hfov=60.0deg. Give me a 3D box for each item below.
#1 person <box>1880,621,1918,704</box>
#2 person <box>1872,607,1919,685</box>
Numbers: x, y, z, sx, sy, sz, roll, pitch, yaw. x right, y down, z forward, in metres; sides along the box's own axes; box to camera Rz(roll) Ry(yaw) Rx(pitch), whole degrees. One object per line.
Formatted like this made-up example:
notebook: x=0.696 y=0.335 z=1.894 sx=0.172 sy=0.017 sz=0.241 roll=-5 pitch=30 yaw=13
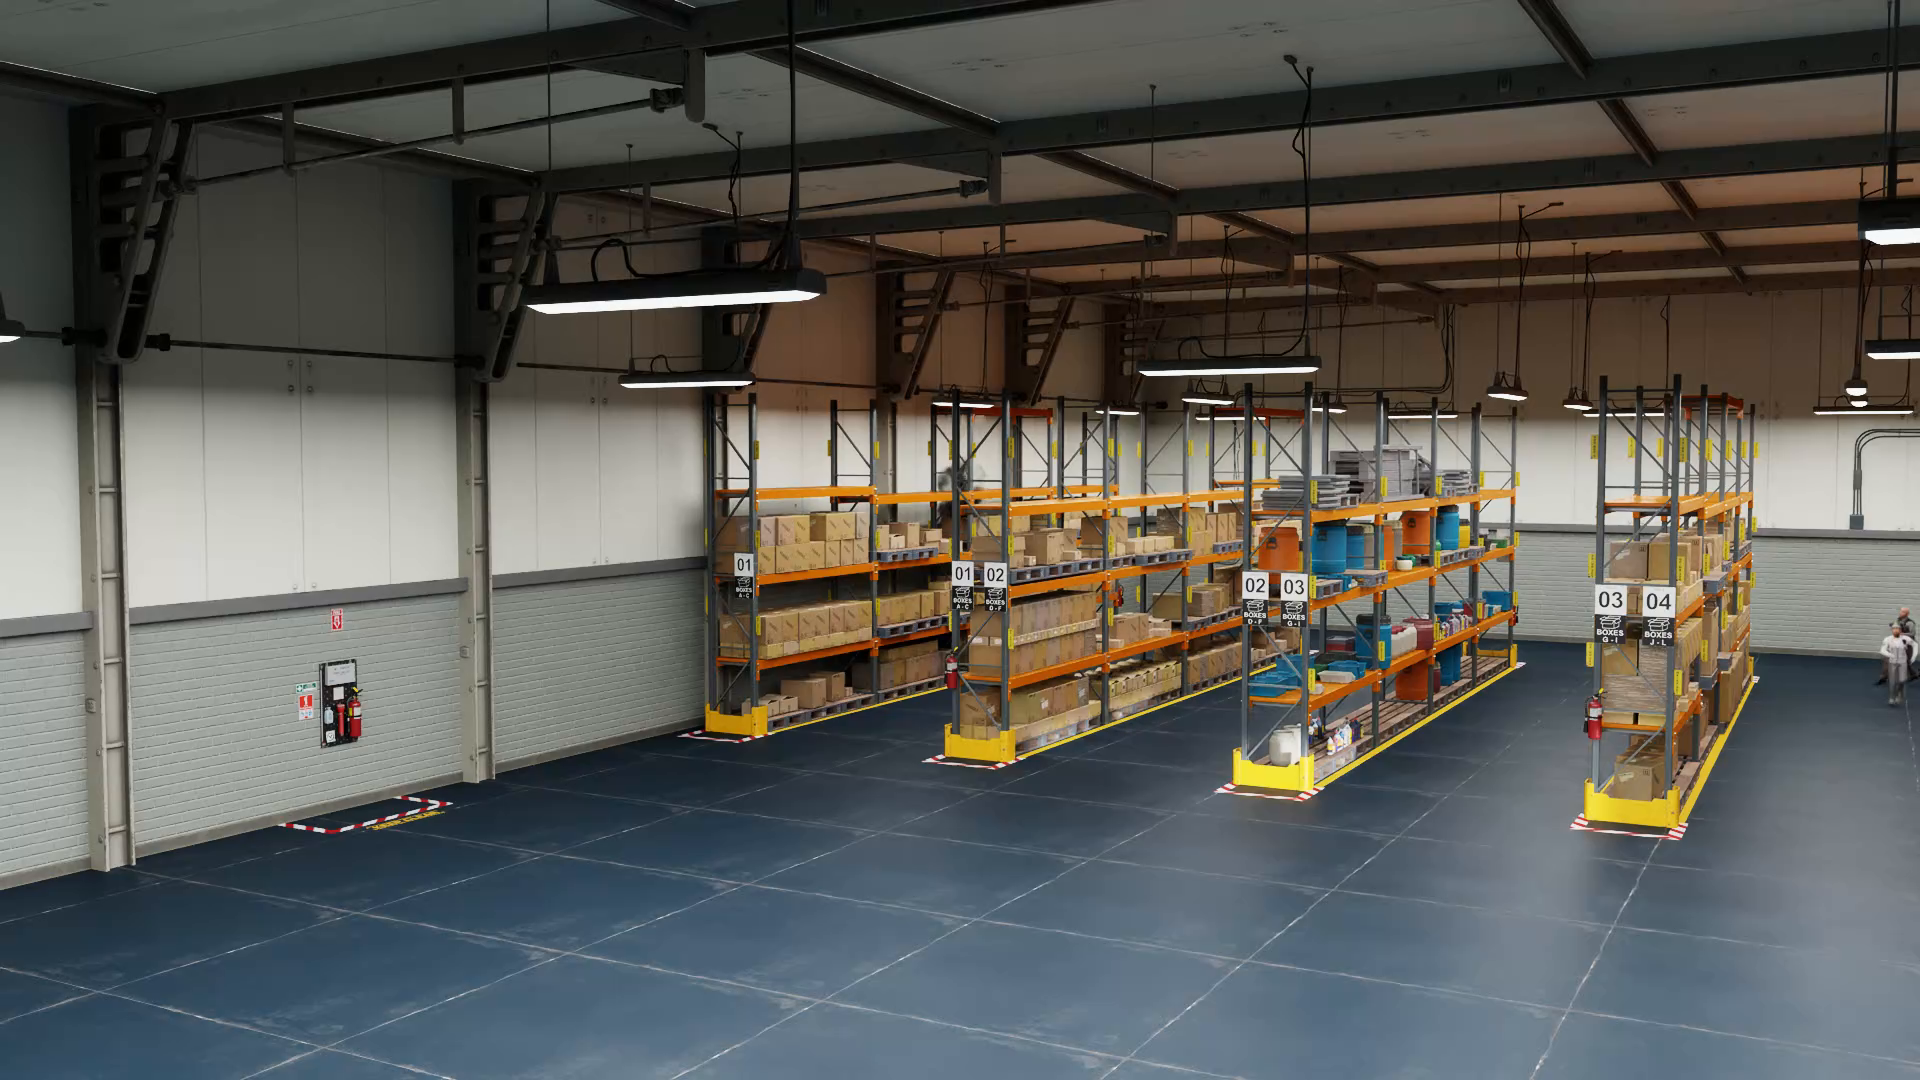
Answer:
person: x=18.297 y=2.406 z=32.416 sx=0.628 sy=1.646 sz=0.762 roll=2 pitch=4 yaw=32
person: x=19.955 y=2.252 z=35.182 sx=0.925 sy=1.699 sz=0.716 roll=0 pitch=3 yaw=-8
